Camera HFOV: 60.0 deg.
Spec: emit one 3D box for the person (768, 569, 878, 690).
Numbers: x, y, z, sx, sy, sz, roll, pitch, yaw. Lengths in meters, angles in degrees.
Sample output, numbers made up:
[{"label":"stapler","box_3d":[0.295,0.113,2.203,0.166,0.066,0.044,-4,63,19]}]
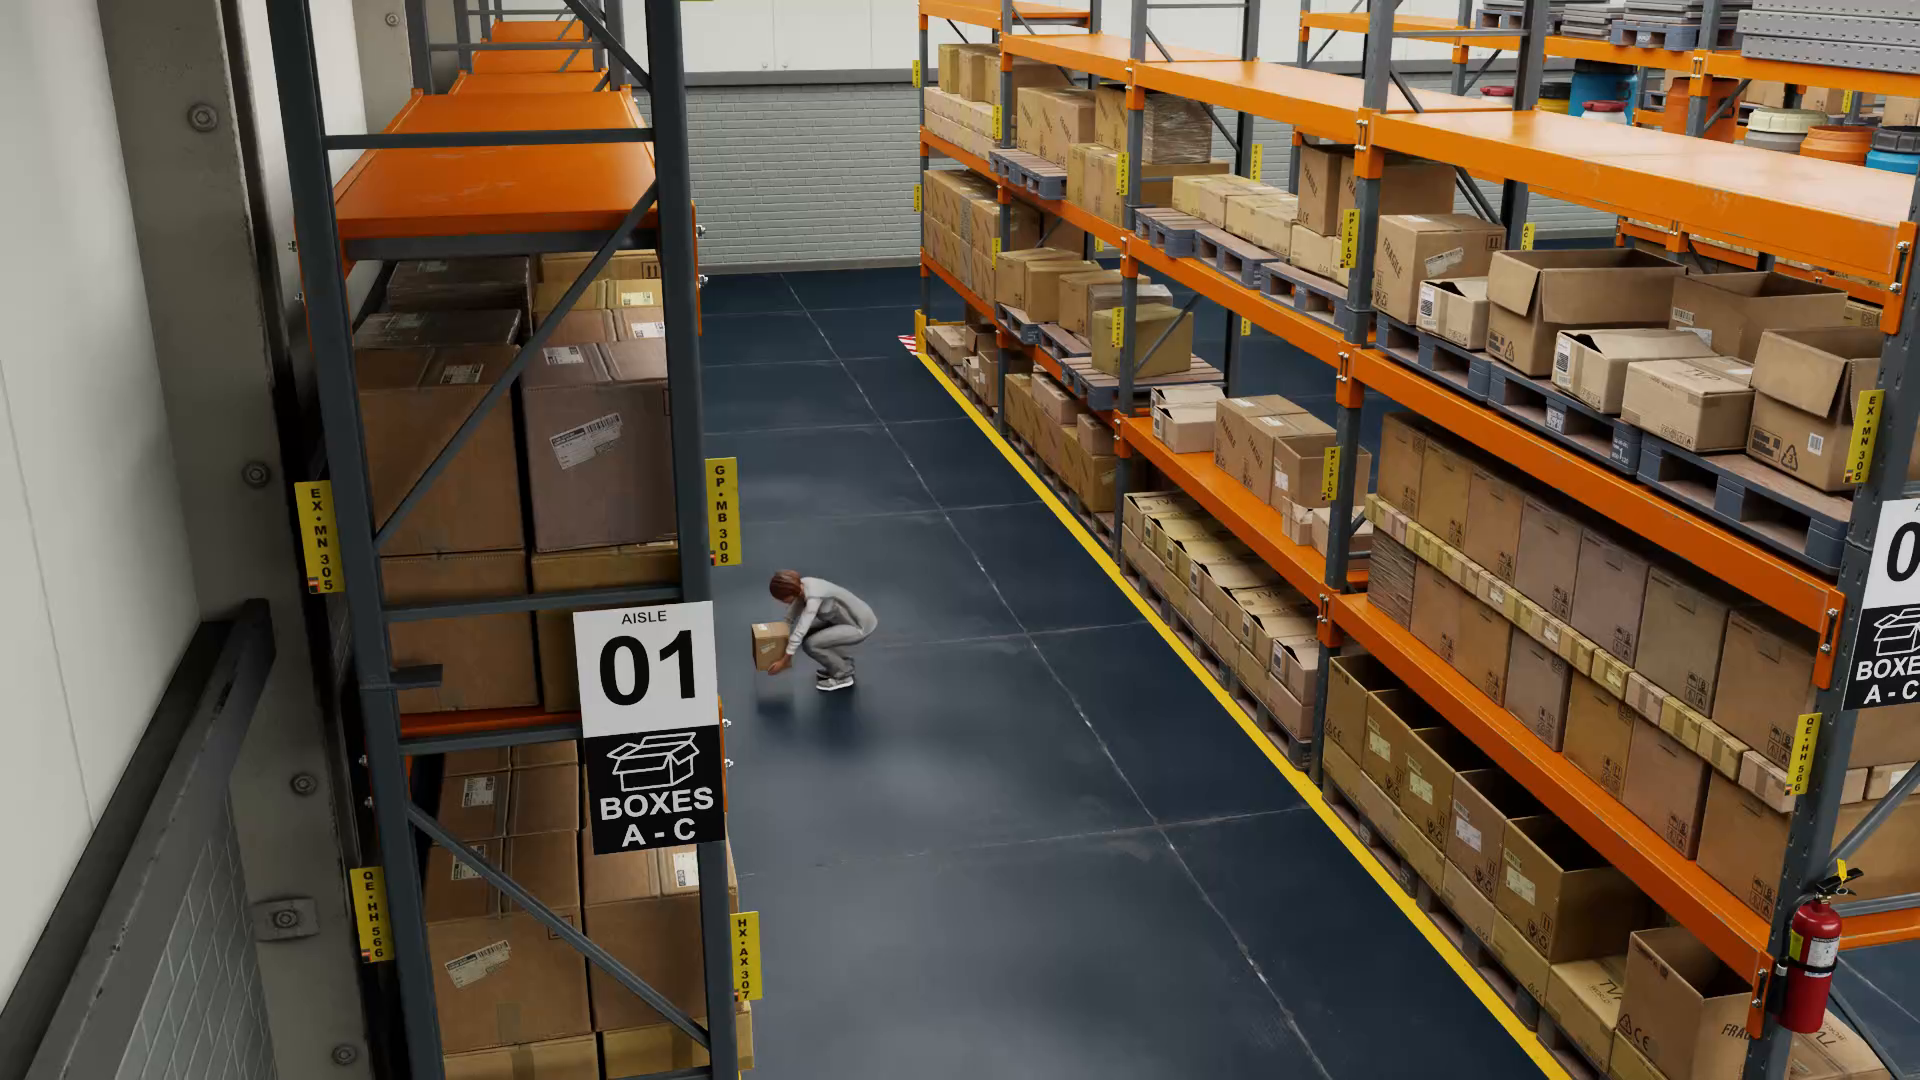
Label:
[{"label":"person","box_3d":[-0.978,0.610,11.697,0.807,0.890,0.447,-5,20,-13]}]
